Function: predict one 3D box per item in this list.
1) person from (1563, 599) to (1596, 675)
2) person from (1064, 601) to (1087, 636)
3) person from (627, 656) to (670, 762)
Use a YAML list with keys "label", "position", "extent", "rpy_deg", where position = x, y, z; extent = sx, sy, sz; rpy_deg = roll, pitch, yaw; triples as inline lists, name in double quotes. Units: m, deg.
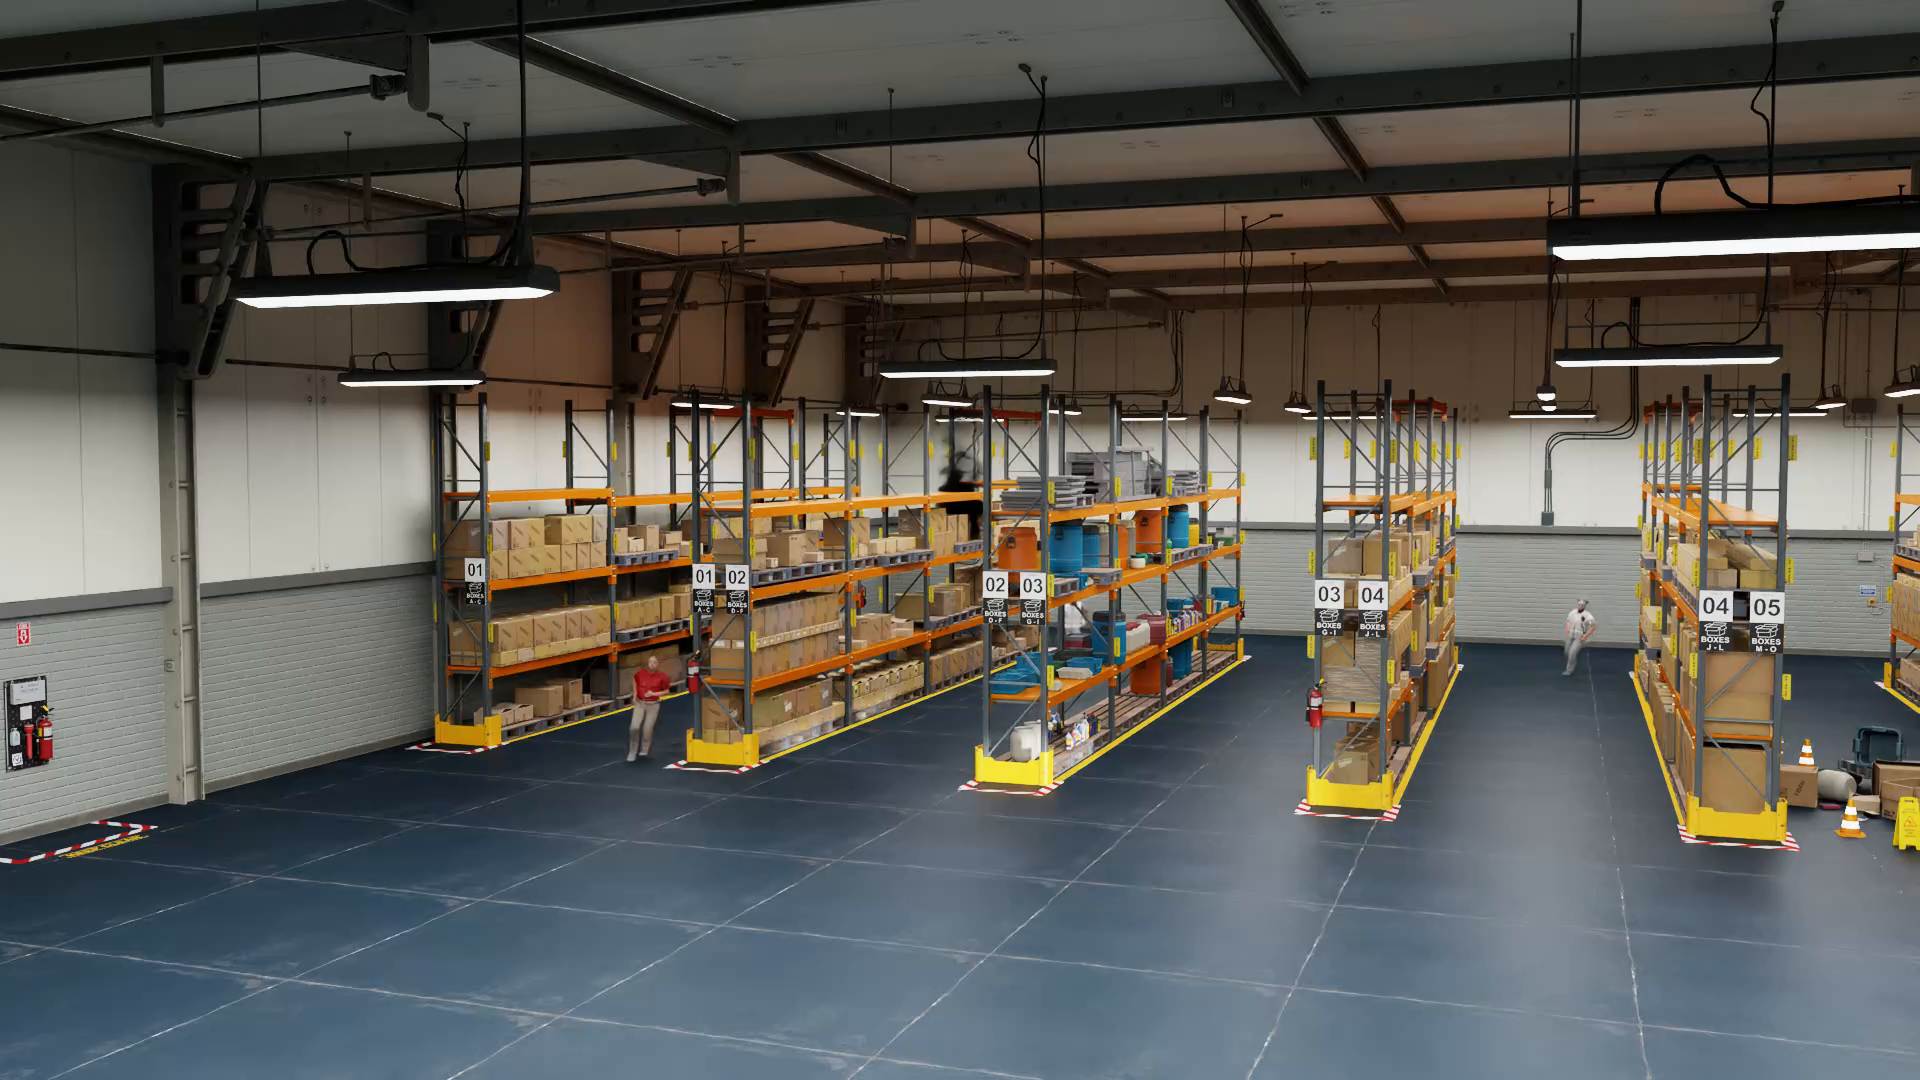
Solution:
- label: "person"
  position: [13.861, 2.160, 37.244]
  extent: [0.735, 1.725, 0.685]
  rpy_deg: [3, 4, 44]
- label: "person"
  position: [2.582, 2.060, 38.338]
  extent: [0.664, 1.835, 0.775]
  rpy_deg: [0, 3, 9]
- label: "person"
  position: [-5.051, 2.743, 27.002]
  extent: [0.691, 1.753, 0.705]
  rpy_deg: [0, 3, 0]
